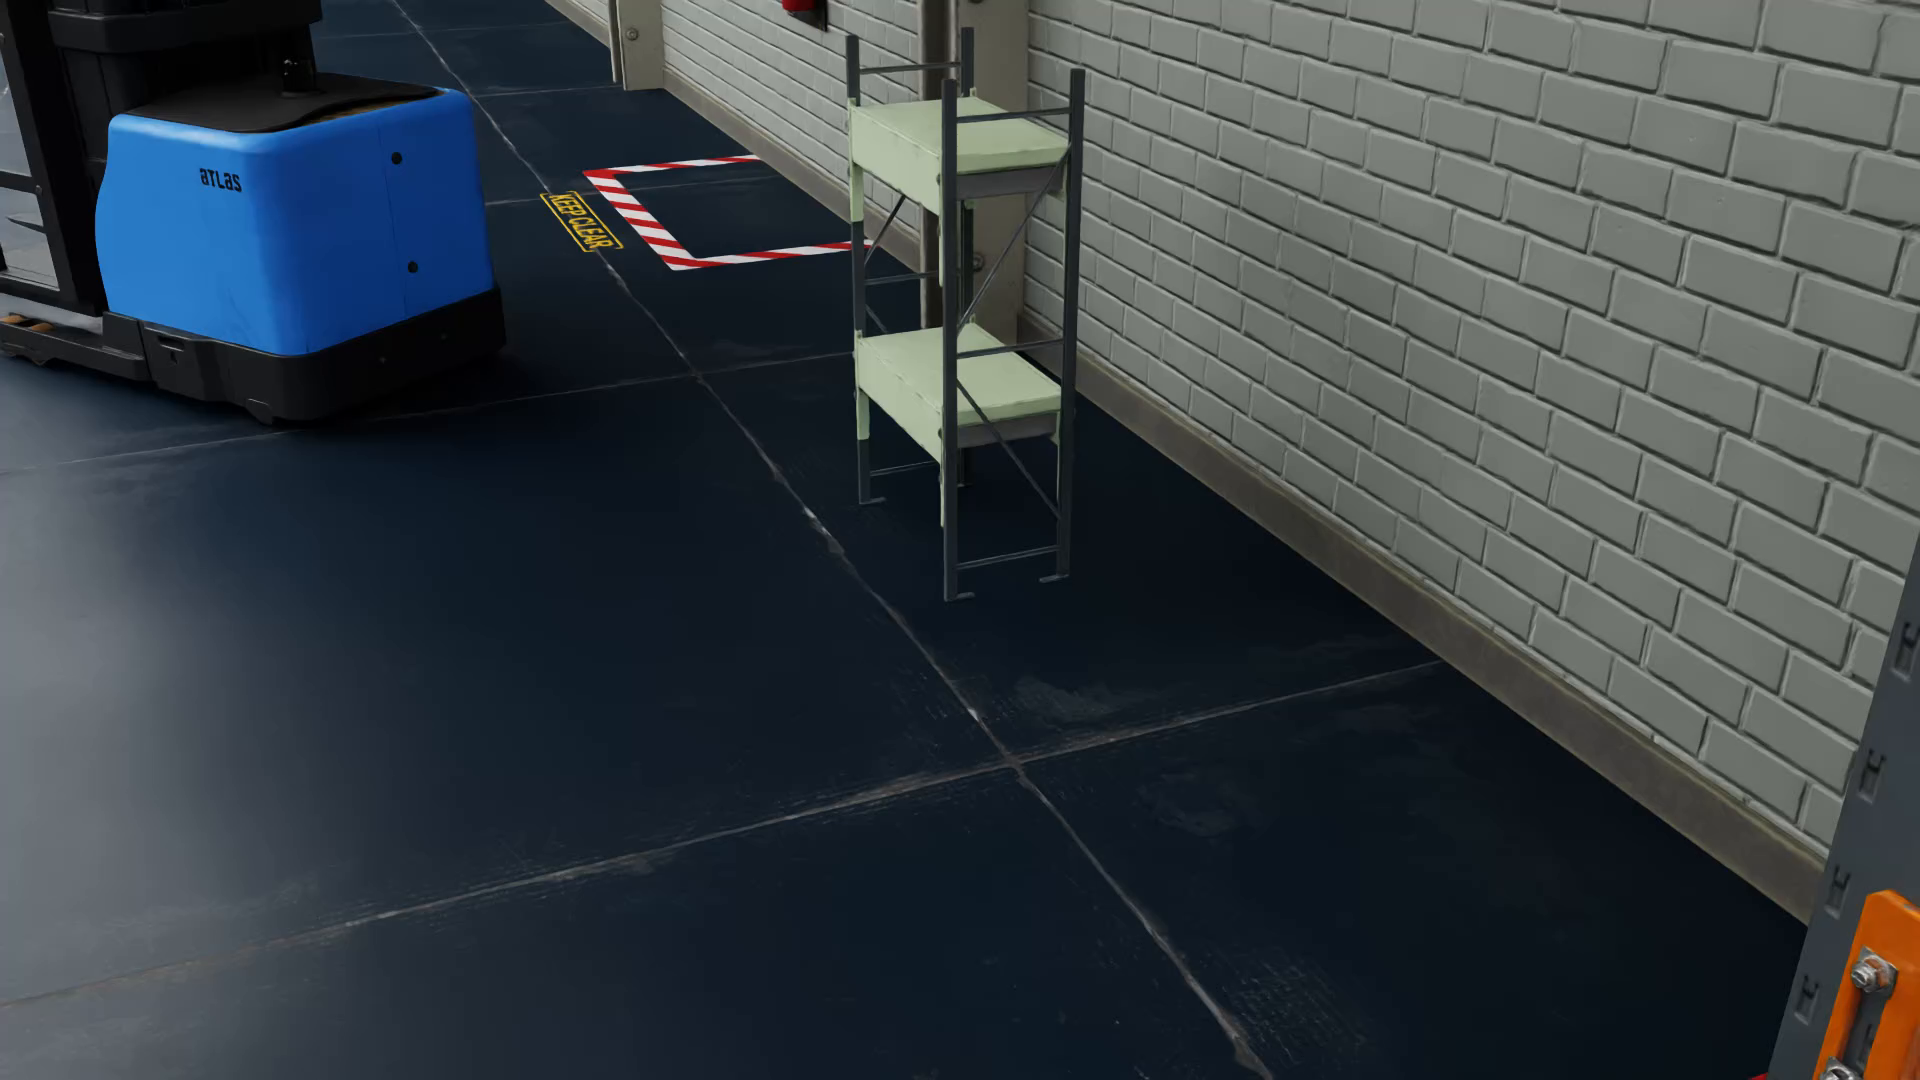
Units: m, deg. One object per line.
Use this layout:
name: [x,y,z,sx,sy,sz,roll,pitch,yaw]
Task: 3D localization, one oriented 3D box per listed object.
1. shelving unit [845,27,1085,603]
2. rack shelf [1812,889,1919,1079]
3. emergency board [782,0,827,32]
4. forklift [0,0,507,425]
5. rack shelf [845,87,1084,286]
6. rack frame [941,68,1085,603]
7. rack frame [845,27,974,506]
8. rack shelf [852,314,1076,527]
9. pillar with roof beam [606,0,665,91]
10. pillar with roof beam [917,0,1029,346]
shelving unit: [-0.003,-0.677,4.926,0.431,1.500,0.755,-11,28,-21]
rack shelf: [2.112,1.210,0.173,1.077,0.370,4.000,-11,28,-21]
emergency board: [-0.884,-3.213,8.412,0.194,1.169,0.643,-11,28,-21]
forklift: [-3.358,-2.202,6.419,3.031,2.935,1.130,15,30,28]
rack shelf: [-0.003,-1.027,4.755,0.431,0.370,0.720,-11,28,-21]
rack frame: [0.141,-0.529,4.624,0.400,1.500,0.023,-11,28,-21]
rack frame: [-0.146,-0.824,5.229,0.400,1.500,0.023,-11,28,-21]
rack shelf: [-0.003,-0.384,5.069,0.431,0.370,0.720,-11,28,-21]
pillar with roof beam: [-6.262,-6.587,8.485,9.100,9.000,0.400,-11,28,-21]
pillar with roof beam: [-3.912,-4.165,3.524,9.100,9.000,0.400,-11,28,-21]
